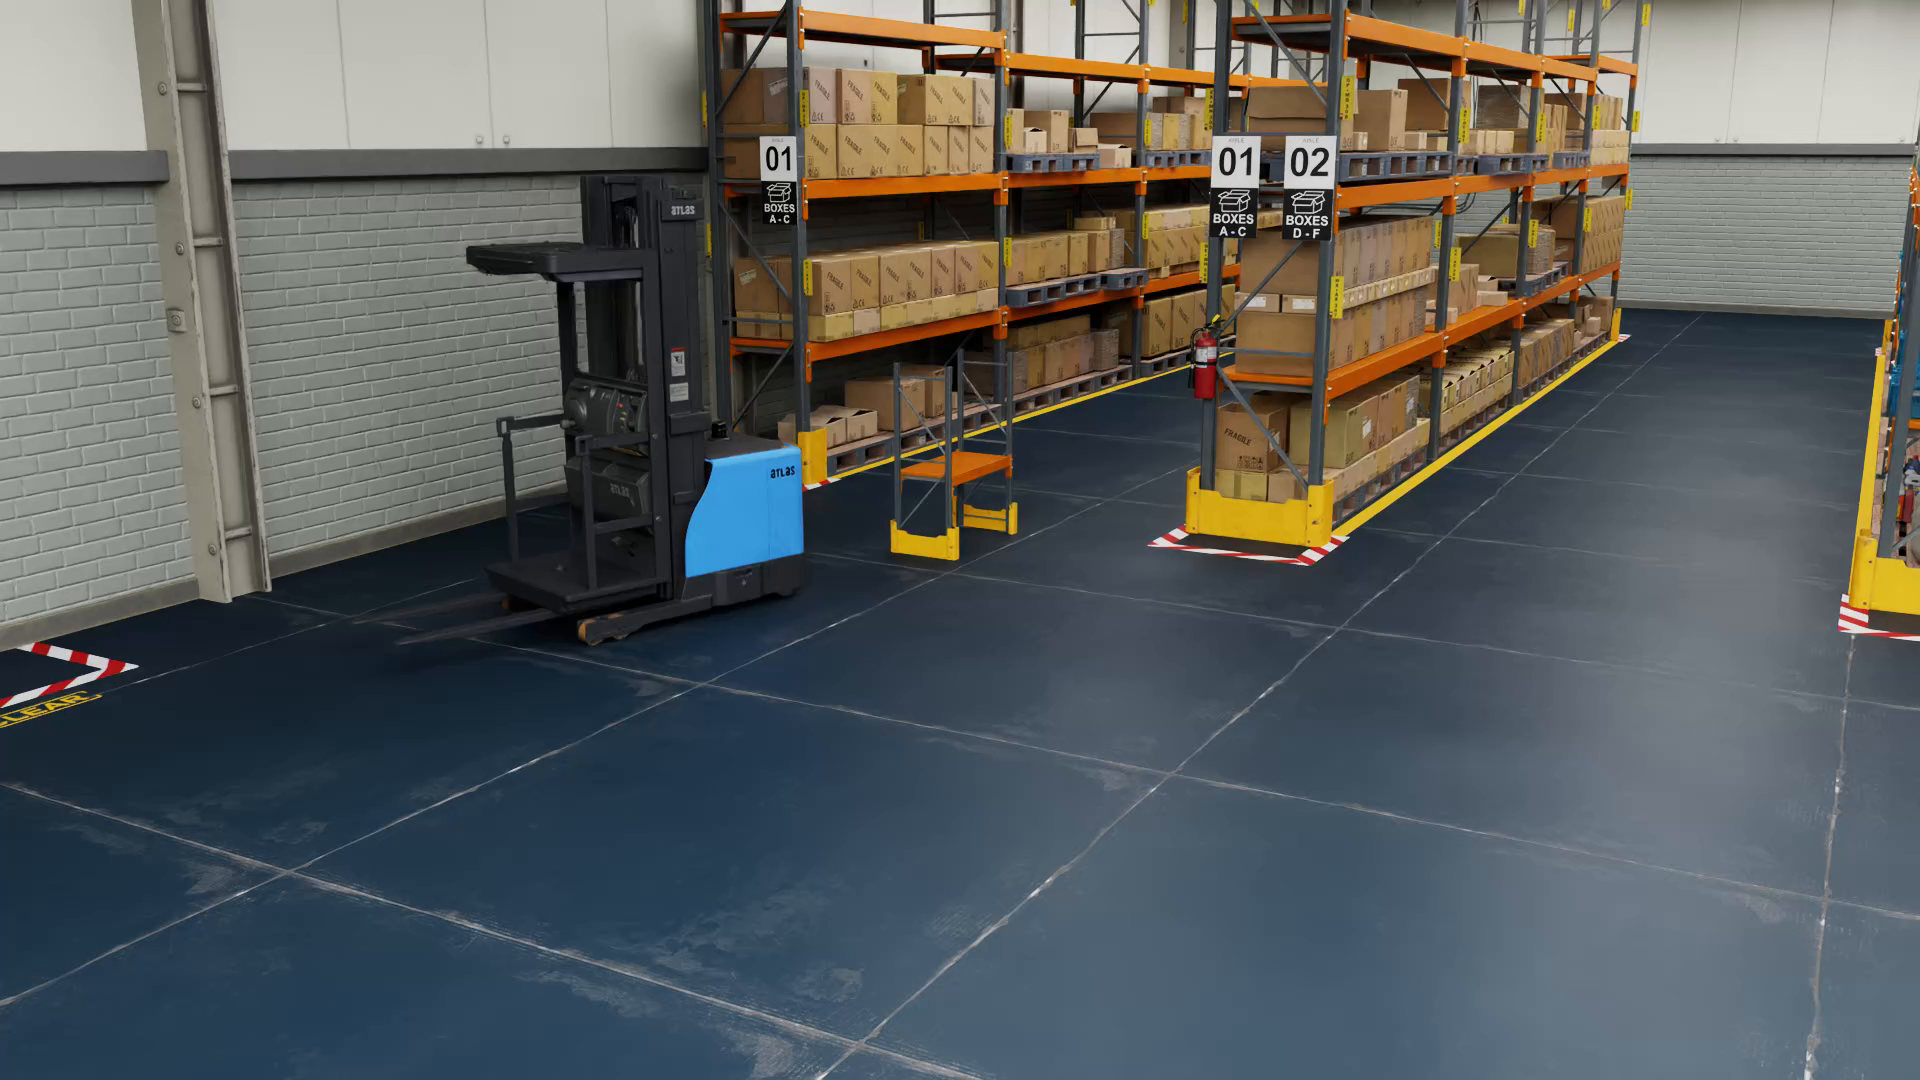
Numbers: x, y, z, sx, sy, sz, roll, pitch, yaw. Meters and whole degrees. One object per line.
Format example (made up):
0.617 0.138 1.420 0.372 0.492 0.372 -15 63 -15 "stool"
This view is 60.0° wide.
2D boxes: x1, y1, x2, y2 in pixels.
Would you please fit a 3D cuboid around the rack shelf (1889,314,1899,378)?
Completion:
9.693 -1.819 16.214 1.077 0.370 4.000 7 15 28 "rack shelf"

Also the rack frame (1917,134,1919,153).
12.593 -6.316 20.532 1.000 3.000 0.127 7 15 28 "rack frame"

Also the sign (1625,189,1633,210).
10.669 -5.432 26.520 0.100 0.325 0.005 7 15 28 "sign"

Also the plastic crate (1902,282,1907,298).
9.610 -2.313 16.593 0.402 0.464 0.583 7 15 28 "plastic crate"

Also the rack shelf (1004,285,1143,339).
1.020 -2.942 20.870 1.077 0.370 4.000 7 15 28 "rack shelf"

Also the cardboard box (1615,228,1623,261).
10.214 -4.708 26.450 0.500 0.500 0.500 8 16 30 "cardboard box"

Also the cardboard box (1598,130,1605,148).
8.951 -5.765 23.897 0.500 0.250 0.500 7 15 28 "cardboard box"

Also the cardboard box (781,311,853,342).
-1.367 -2.061 15.961 0.500 0.250 0.500 7 15 26 "cardboard box"

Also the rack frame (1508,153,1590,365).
8.259 -3.962 23.567 1.000 3.000 0.127 7 15 28 "rack frame"

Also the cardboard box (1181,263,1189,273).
3.081 -3.946 23.996 0.380 0.149 0.250 7 15 28 "cardboard box"

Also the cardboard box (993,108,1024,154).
0.387 -4.695 19.099 0.500 0.500 0.500 10 17 36 "cardboard box"

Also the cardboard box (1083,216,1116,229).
1.846 -4.205 22.040 0.380 0.149 0.250 5 15 21 "cardboard box"

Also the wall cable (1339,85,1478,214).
8.901 -7.870 33.602 3.097 2.526 0.112 7 15 28 "wall cable"

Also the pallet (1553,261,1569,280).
7.777 -3.717 22.960 1.003 0.211 1.213 7 15 28 "pallet"

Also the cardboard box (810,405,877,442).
-1.192 -1.216 16.975 0.500 0.311 0.500 9 16 33 "cardboard box"

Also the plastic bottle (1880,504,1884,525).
7.296 -0.218 13.069 0.097 0.201 0.097 0 14 0 "plastic bottle"

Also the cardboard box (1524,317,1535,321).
7.812 -2.889 23.511 0.500 0.500 0.500 7 15 26 "cardboard box"

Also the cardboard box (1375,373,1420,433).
4.107 -1.331 16.026 0.500 0.500 0.500 7 15 28 "cardboard box"

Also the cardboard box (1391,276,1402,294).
3.832 -2.344 15.259 0.380 0.149 0.250 8 16 30 "cardboard box"

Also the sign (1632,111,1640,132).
10.669 -6.604 26.237 0.100 0.325 0.005 7 15 28 "sign"

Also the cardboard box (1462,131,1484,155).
5.369 -4.295 17.974 0.500 0.250 0.500 6 15 23 "cardboard box"

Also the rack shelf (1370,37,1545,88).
5.358 -5.103 17.889 1.077 0.370 4.000 7 15 28 "rack shelf"

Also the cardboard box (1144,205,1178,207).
2.985 -4.813 24.608 0.500 0.250 0.500 7 15 26 "cardboard box"

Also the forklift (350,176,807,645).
-2.514 -0.884 10.945 3.031 2.935 1.130 -13 18 -42 "forklift"

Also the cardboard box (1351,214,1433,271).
4.182 -2.908 16.214 0.700 0.500 0.500 7 15 28 "cardboard box"

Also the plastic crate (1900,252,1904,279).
12.520 -3.556 21.788 0.392 0.384 0.575 7 15 28 "plastic crate"

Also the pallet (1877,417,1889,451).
10.251 -1.069 17.517 1.003 0.211 1.213 7 15 28 "pallet"

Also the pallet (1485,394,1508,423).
5.893 -1.621 19.807 1.003 0.211 1.213 7 15 28 "pallet"

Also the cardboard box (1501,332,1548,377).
7.290 -2.411 21.530 0.500 0.500 0.500 7 15 27 "cardboard box"

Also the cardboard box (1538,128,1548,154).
6.753 -4.846 20.620 0.910 0.500 0.500 7 15 28 "cardboard box"

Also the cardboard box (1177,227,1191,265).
2.948 -4.183 23.595 0.500 0.500 0.500 7 15 28 "cardboard box"

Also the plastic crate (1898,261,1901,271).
13.564 -3.912 23.797 0.250 0.136 0.298 7 15 28 "plastic crate"

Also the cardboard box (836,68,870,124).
-1.195 -4.212 15.813 0.500 0.500 0.500 7 15 27 "cardboard box"

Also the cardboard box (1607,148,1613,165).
9.437 -5.726 24.806 0.500 0.250 0.500 7 15 28 "cardboard box"

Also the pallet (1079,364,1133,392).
1.608 -2.186 22.150 1.003 0.211 1.213 7 15 28 "pallet"

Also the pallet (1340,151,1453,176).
4.002 -3.558 15.679 1.003 0.211 1.213 7 15 28 "pallet"

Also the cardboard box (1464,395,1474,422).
5.299 -1.454 18.135 0.500 0.250 0.500 7 15 26 "cardboard box"

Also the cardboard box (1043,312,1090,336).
1.354 -2.801 21.548 0.500 0.250 0.500 8 16 29 "cardboard box"

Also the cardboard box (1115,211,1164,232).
2.446 -4.339 22.640 0.500 0.250 0.500 8 16 29 "cardboard box"

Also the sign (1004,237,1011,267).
0.532 -3.242 18.733 0.100 0.325 0.005 7 15 28 "sign"

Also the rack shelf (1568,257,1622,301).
9.226 -4.022 25.353 1.077 0.370 4.000 7 15 28 "rack shelf"

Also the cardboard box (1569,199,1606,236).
9.231 -4.773 24.583 0.500 0.500 0.500 7 15 26 "cardboard box"

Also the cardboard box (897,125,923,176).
-0.721 -3.943 16.831 0.500 0.500 0.500 8 16 31 "cardboard box"

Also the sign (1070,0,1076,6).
1.499 -7.211 21.914 0.100 0.325 0.005 7 15 28 "sign"

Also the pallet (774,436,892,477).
-1.420 -0.883 16.746 1.003 0.211 1.213 7 15 28 "pallet"

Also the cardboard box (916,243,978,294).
-0.141 -2.947 18.036 0.500 0.500 0.500 7 15 28 "cardboard box"

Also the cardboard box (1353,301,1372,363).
3.189 -1.852 14.603 0.700 0.500 0.500 7 15 28 "cardboard box"

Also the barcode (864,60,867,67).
-0.995 -5.026 17.528 0.001 0.075 0.075 7 15 28 "barcode"

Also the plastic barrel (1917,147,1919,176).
10.072 -4.137 16.824 0.600 0.901 0.600 0 14 0 "plastic barrel"

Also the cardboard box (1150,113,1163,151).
2.381 -5.643 22.988 0.700 0.500 0.500 6 15 25 "cardboard box"

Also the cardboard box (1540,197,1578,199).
9.255 -5.046 25.716 0.500 0.500 0.500 8 16 29 "cardboard box"

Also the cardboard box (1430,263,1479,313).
5.528 -2.844 18.715 0.500 0.500 0.500 6 15 25 "cardboard box"

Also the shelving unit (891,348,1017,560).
-0.037 -0.713 13.293 0.587 1.500 1.083 7 15 28 "shelving unit"

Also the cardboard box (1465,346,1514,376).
6.287 -2.146 19.808 0.500 0.311 0.500 8 16 30 "cardboard box"

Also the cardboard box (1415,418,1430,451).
4.358 -1.068 16.534 0.500 0.250 0.500 7 15 28 "cardboard box"

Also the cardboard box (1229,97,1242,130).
4.511 -6.639 25.884 0.500 0.500 0.500 7 15 28 "cardboard box"

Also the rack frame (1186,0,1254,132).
3.921 -7.439 25.188 1.000 3.000 0.127 7 15 28 "rack frame"

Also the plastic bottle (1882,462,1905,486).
8.056 -0.563 14.342 0.152 0.276 0.135 8 16 30 "plastic bottle"
